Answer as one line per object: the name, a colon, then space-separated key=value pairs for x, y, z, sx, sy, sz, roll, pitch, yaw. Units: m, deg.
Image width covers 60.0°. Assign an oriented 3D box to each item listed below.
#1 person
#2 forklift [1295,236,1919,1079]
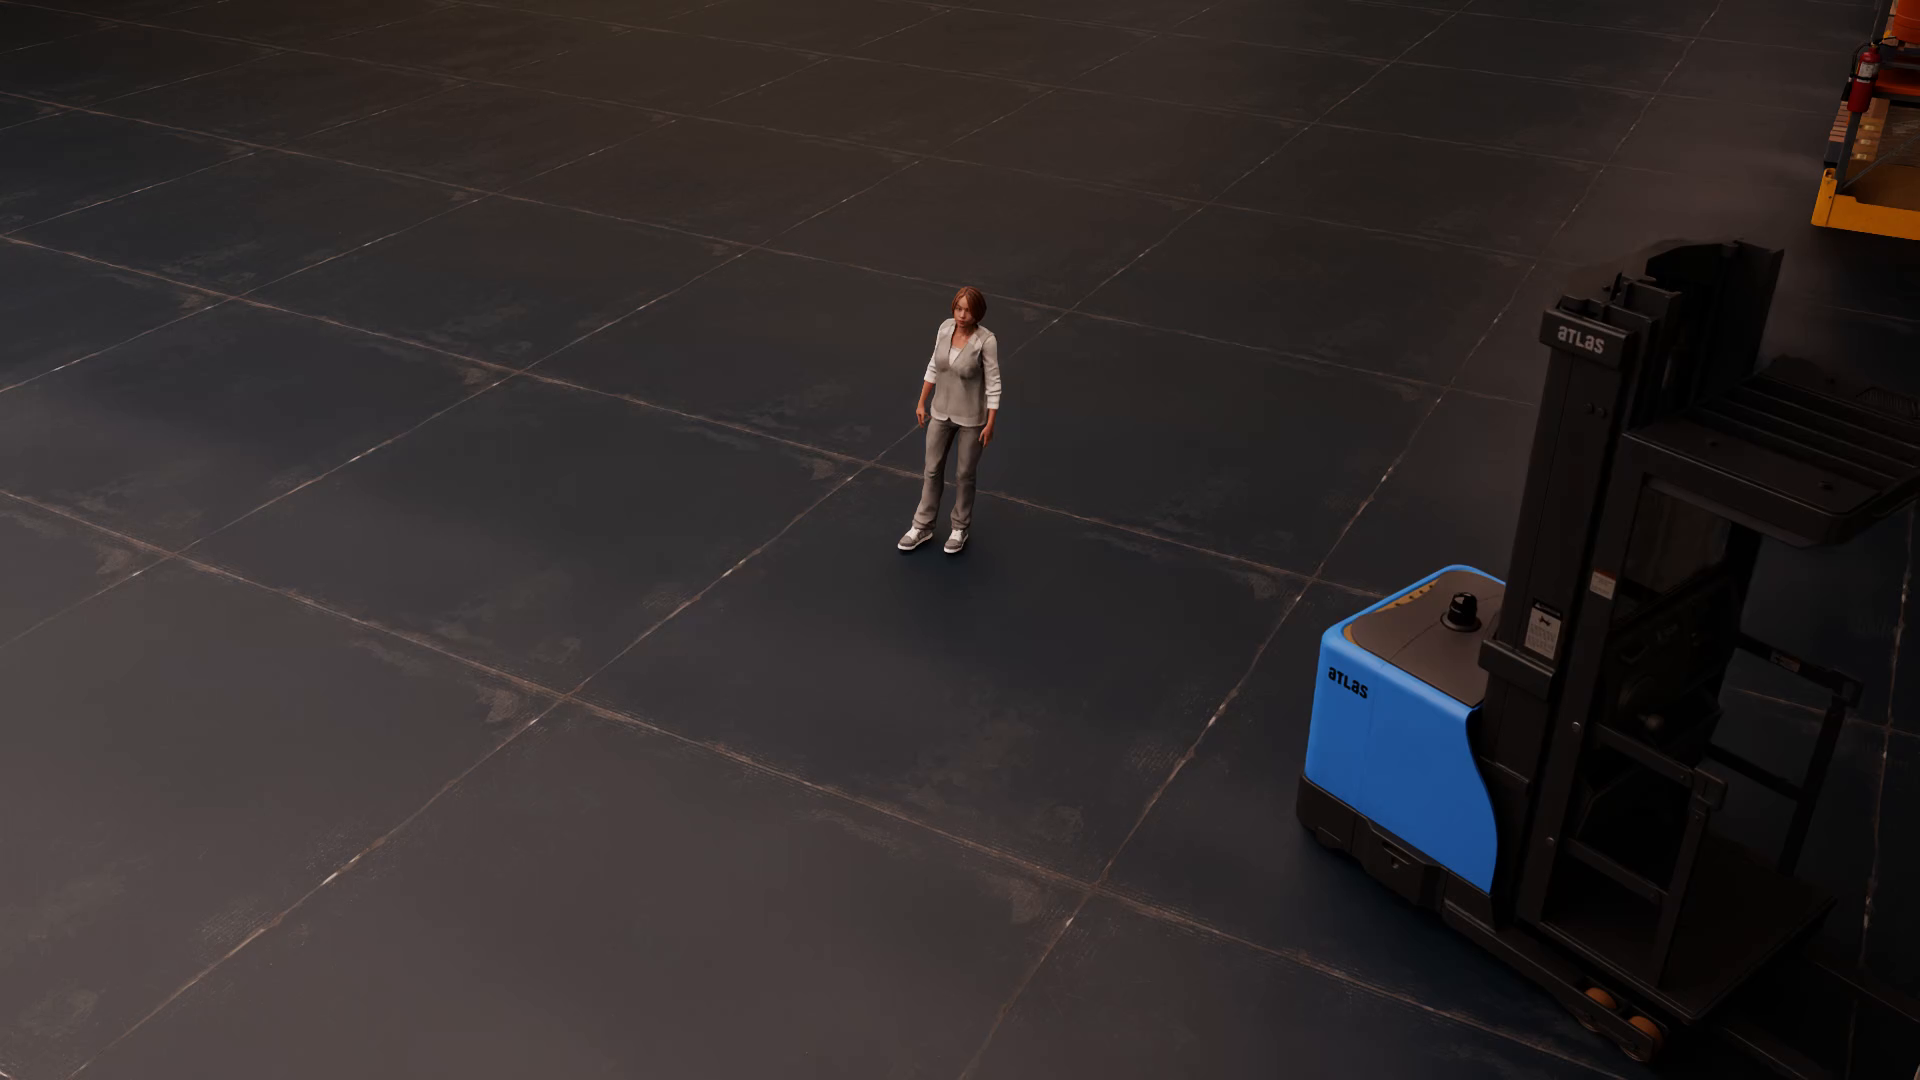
person: x=-0.048 y=-0.656 z=9.556 sx=0.521 sy=1.570 sz=0.473 roll=15 pitch=33 yaw=25
forklift: x=2.863 y=0.476 z=6.246 sx=1.130 sy=2.935 sz=3.031 roll=-22 pitch=37 yaw=-33
